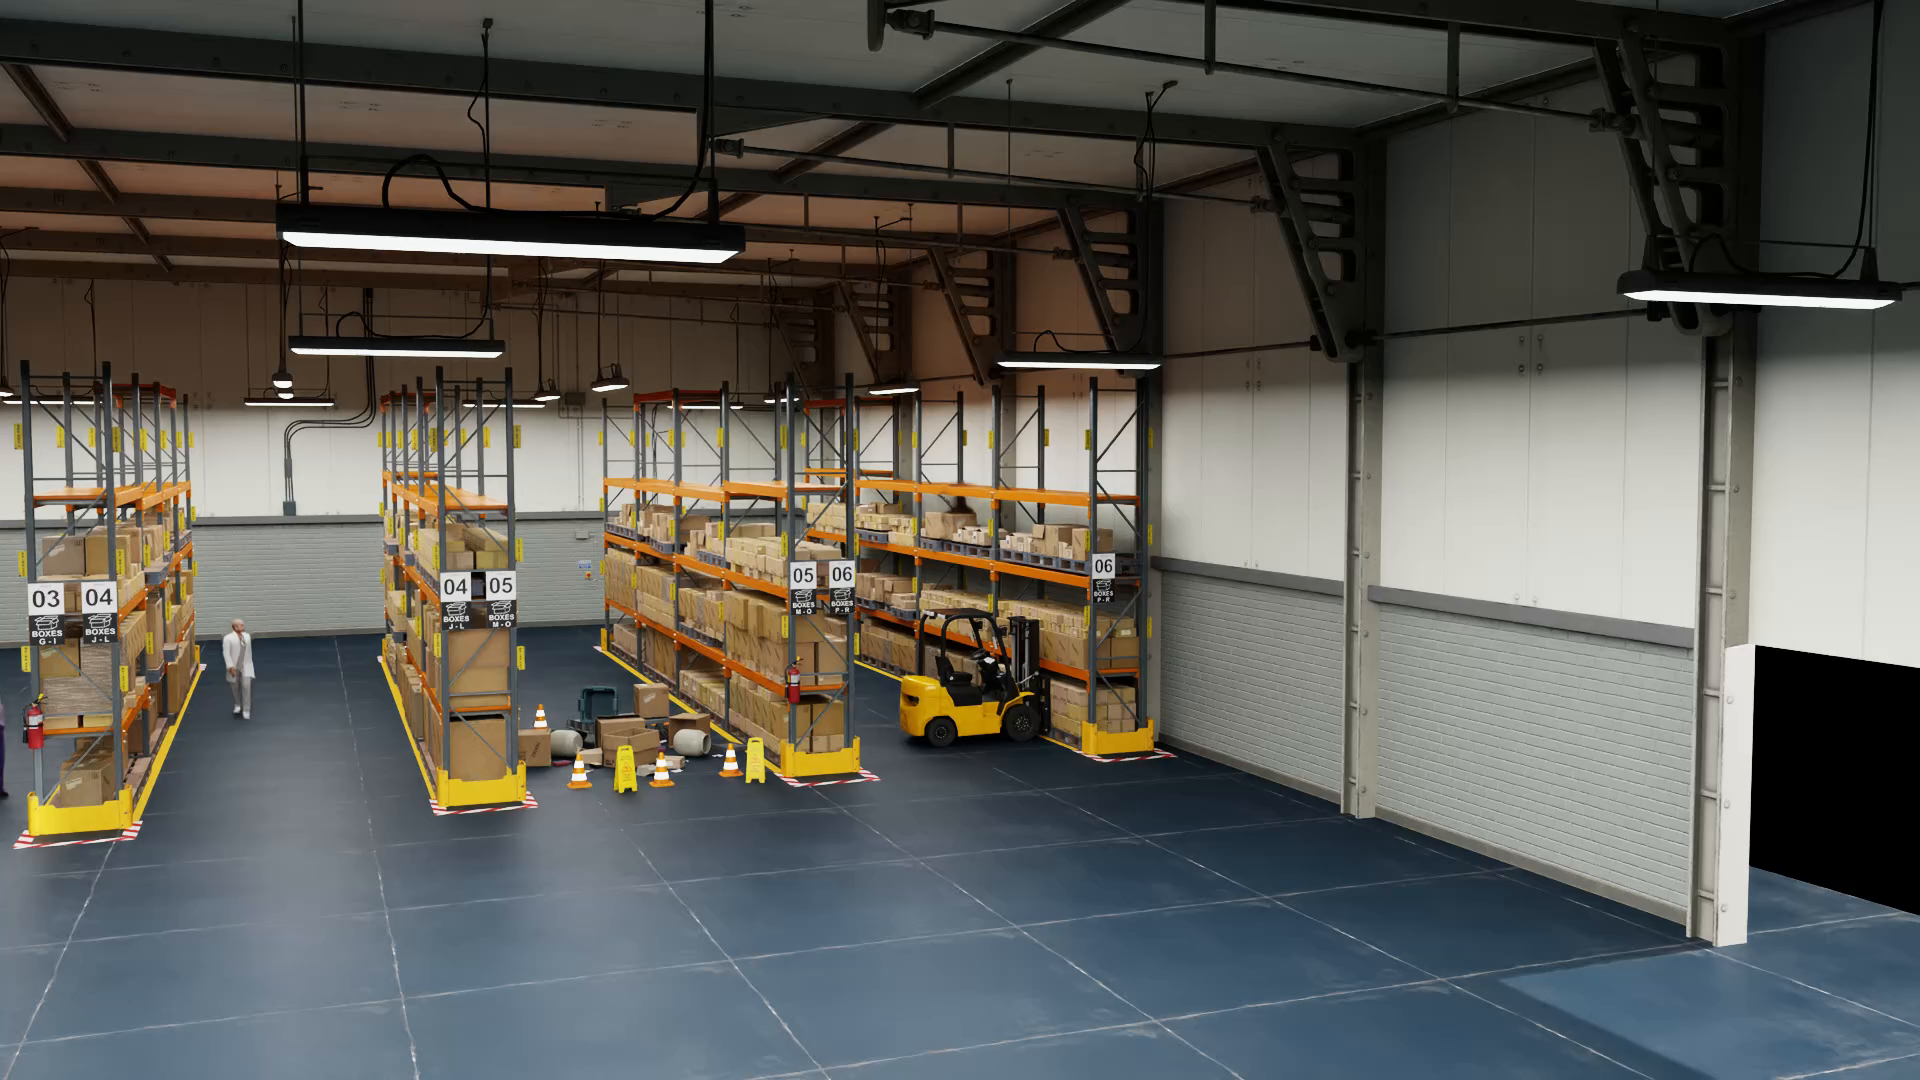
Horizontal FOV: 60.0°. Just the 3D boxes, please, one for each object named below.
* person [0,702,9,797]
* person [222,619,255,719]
[{"bbox_3d":[-13.579,2.774,23.369,0.359,1.651,0.509,-3,5,-43],"label":"person"},{"bbox_3d":[-13.045,2.307,30.081,0.521,1.742,1.066,-1,4,-22],"label":"person"}]
